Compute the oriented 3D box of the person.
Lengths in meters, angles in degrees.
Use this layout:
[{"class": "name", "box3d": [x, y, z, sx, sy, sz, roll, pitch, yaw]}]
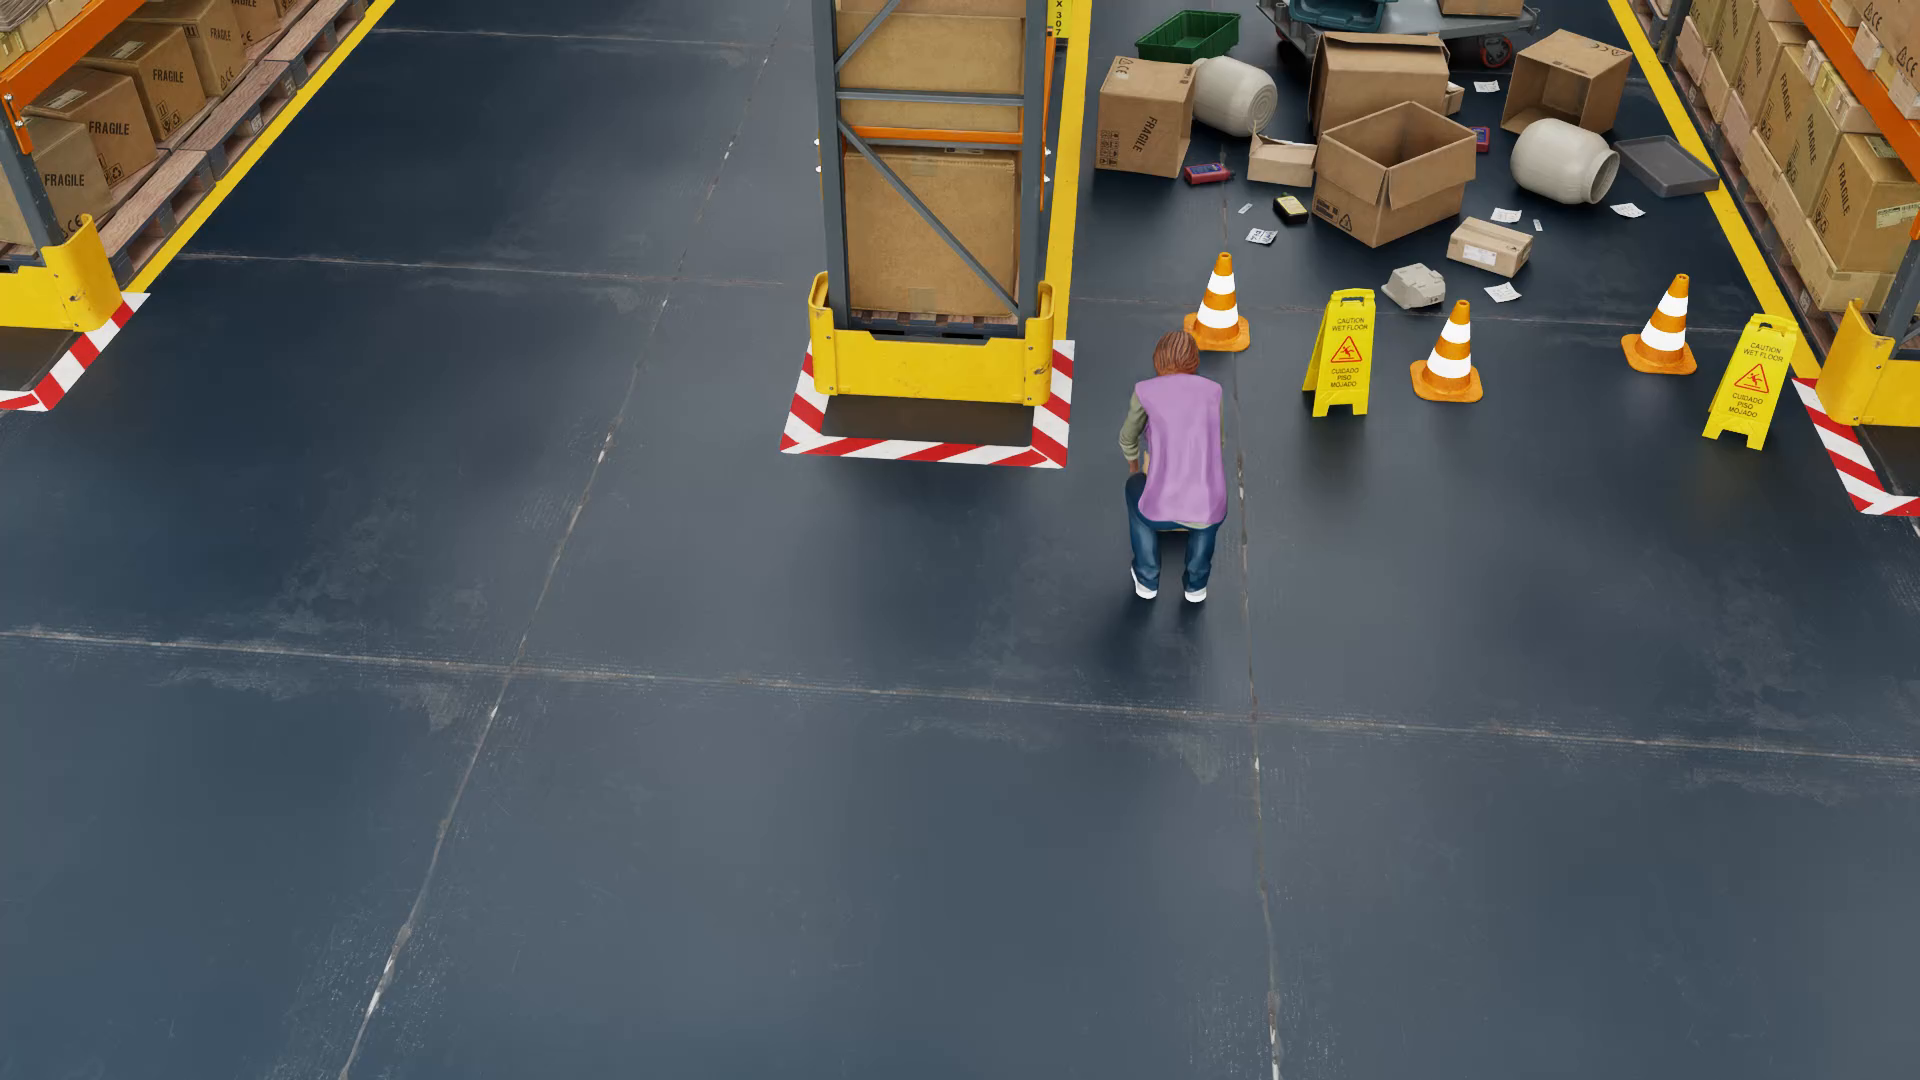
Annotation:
[{"class": "person", "box3d": [0.884, -0.256, 6.897, 0.458, 1.035, 0.762, 3, 41, 4]}]
